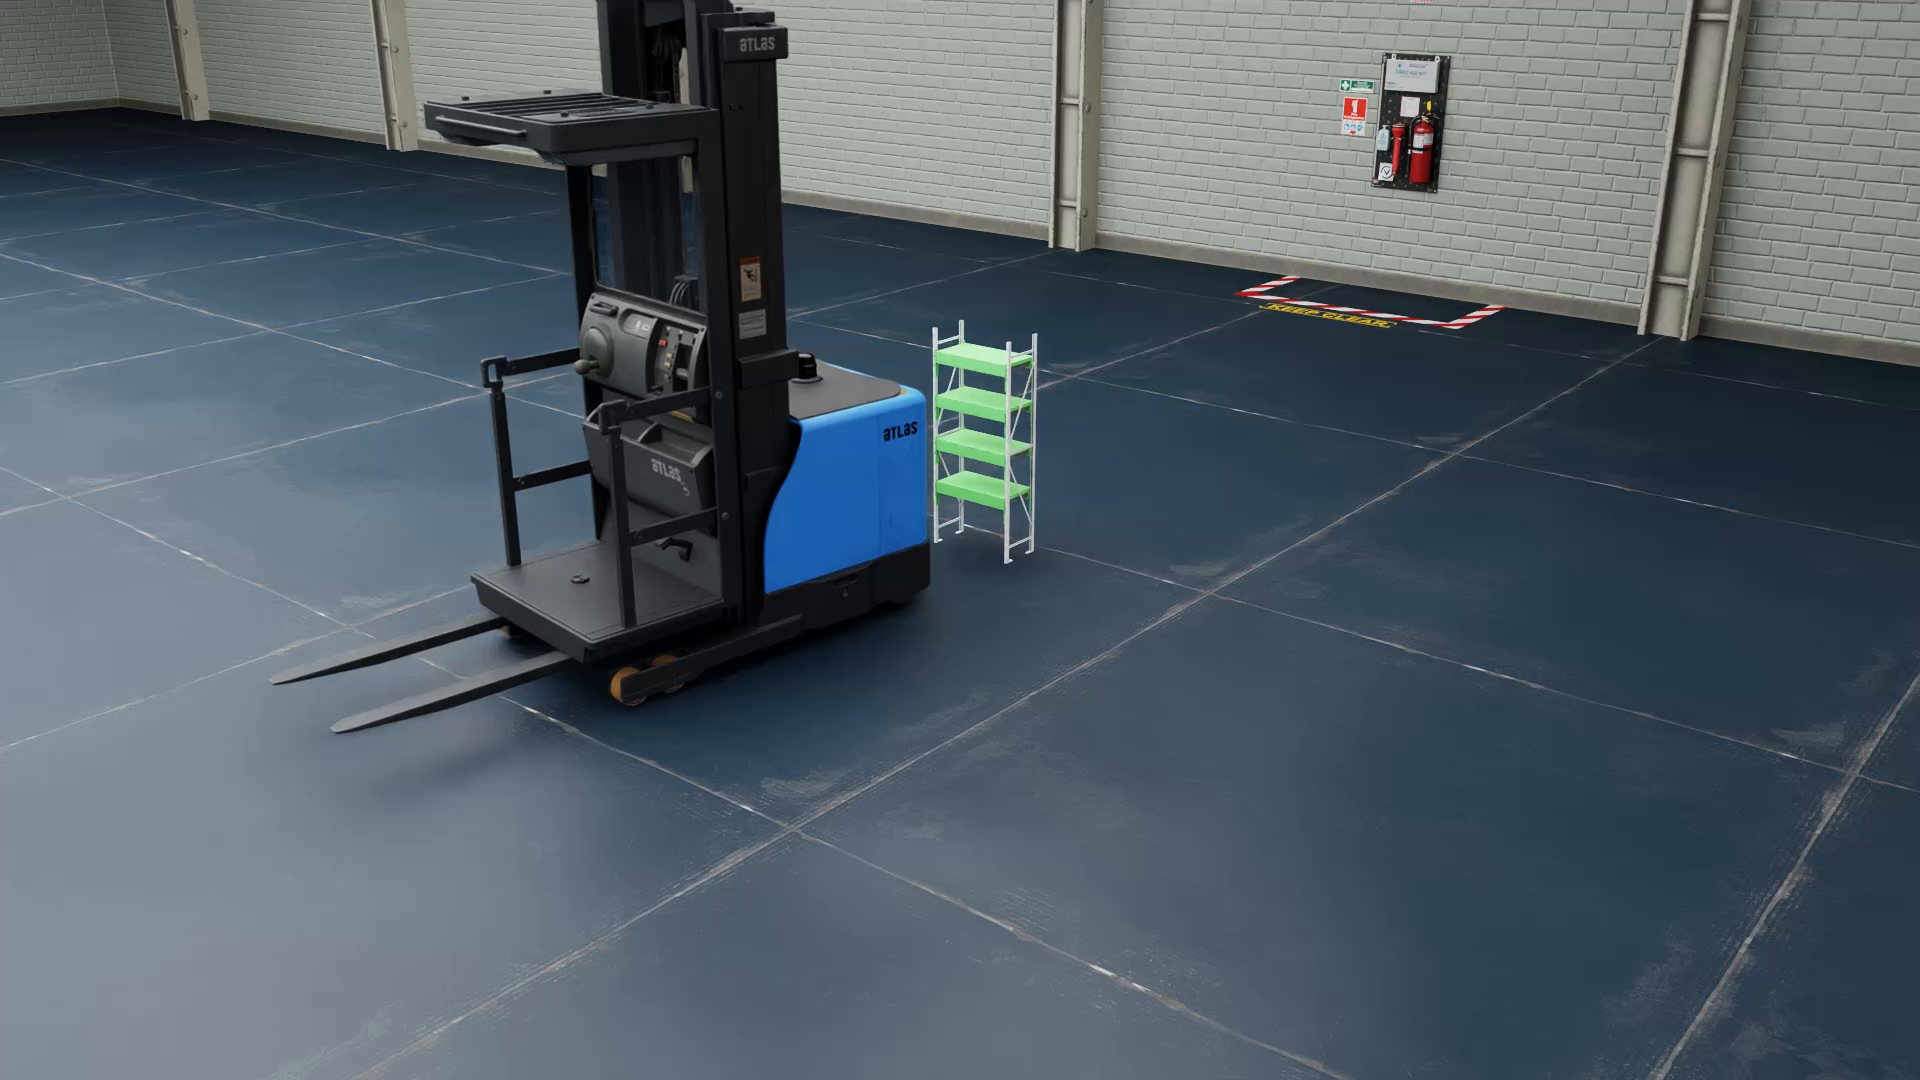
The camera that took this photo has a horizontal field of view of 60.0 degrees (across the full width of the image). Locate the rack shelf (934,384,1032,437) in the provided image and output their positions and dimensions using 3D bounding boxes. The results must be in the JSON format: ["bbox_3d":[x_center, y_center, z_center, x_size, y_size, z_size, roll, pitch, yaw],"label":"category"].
[{"bbox_3d":[0.128,-0.689,8.796,0.480,0.148,0.258,16,26,36],"label":"rack shelf"}]

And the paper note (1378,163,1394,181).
[{"bbox_3d":[3.829,-3.304,14.927,0.142,0.148,0.016,16,26,36],"label":"paper note"}]

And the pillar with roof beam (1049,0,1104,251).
[{"bbox_3d":[-1.558,-6.065,12.498,0.400,9.000,9.100,16,26,36],"label":"pillar with roof beam"}]

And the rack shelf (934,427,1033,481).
[{"bbox_3d":[0.128,-0.465,8.881,0.480,0.148,0.258,16,26,36],"label":"rack shelf"}]

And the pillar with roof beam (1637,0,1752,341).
[{"bbox_3d":[3.090,-4.726,8.948,0.400,9.000,9.100,16,26,36],"label":"pillar with roof beam"}]

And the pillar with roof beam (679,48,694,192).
[{"bbox_3d":[-6.206,-7.404,16.047,0.400,9.000,9.100,16,26,36],"label":"pillar with roof beam"}]

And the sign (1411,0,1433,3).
[{"bbox_3d":[3.979,-4.772,14.285,0.199,0.298,0.001,16,26,36],"label":"sign"}]

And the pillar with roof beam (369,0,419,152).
[{"bbox_3d":[-10.855,-8.742,19.597,0.400,9.000,9.100,16,26,36],"label":"pillar with roof beam"}]

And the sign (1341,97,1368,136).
[{"bbox_3d":[3.559,-3.826,15.012,0.234,0.329,0.001,16,26,36],"label":"sign"}]

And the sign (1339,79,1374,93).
[{"bbox_3d":[3.557,-4.071,14.910,0.331,0.109,0.001,16,26,36],"label":"sign"}]

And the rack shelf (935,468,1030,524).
[{"bbox_3d":[0.128,-0.240,8.966,0.480,0.148,0.258,16,26,36],"label":"rack shelf"}]

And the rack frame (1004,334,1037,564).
[{"bbox_3d":[0.317,-0.470,8.714,0.015,1.200,0.240,16,26,36],"label":"rack frame"}]

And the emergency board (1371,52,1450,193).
[{"bbox_3d":[3.922,-3.658,14.617,0.643,1.169,0.194,16,26,36],"label":"emergency board"}]

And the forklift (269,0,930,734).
[{"bbox_3d":[-1.571,-0.855,7.281,3.031,2.935,1.130,-18,27,-40],"label":"forklift"}]

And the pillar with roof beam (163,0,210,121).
[{"bbox_3d":[-15.503,-10.081,23.147,0.400,9.000,9.100,16,26,36],"label":"pillar with roof beam"}]

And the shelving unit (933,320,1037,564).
[{"bbox_3d":[0.128,-0.524,8.859,0.503,1.200,0.258,16,26,36],"label":"shelving unit"}]

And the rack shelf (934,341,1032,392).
[{"bbox_3d":[0.128,-0.914,8.712,0.480,0.148,0.258,16,26,36],"label":"rack shelf"}]

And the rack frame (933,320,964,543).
[{"bbox_3d":[-0.061,-0.579,9.003,0.015,1.200,0.240,16,26,36],"label":"rack frame"}]
